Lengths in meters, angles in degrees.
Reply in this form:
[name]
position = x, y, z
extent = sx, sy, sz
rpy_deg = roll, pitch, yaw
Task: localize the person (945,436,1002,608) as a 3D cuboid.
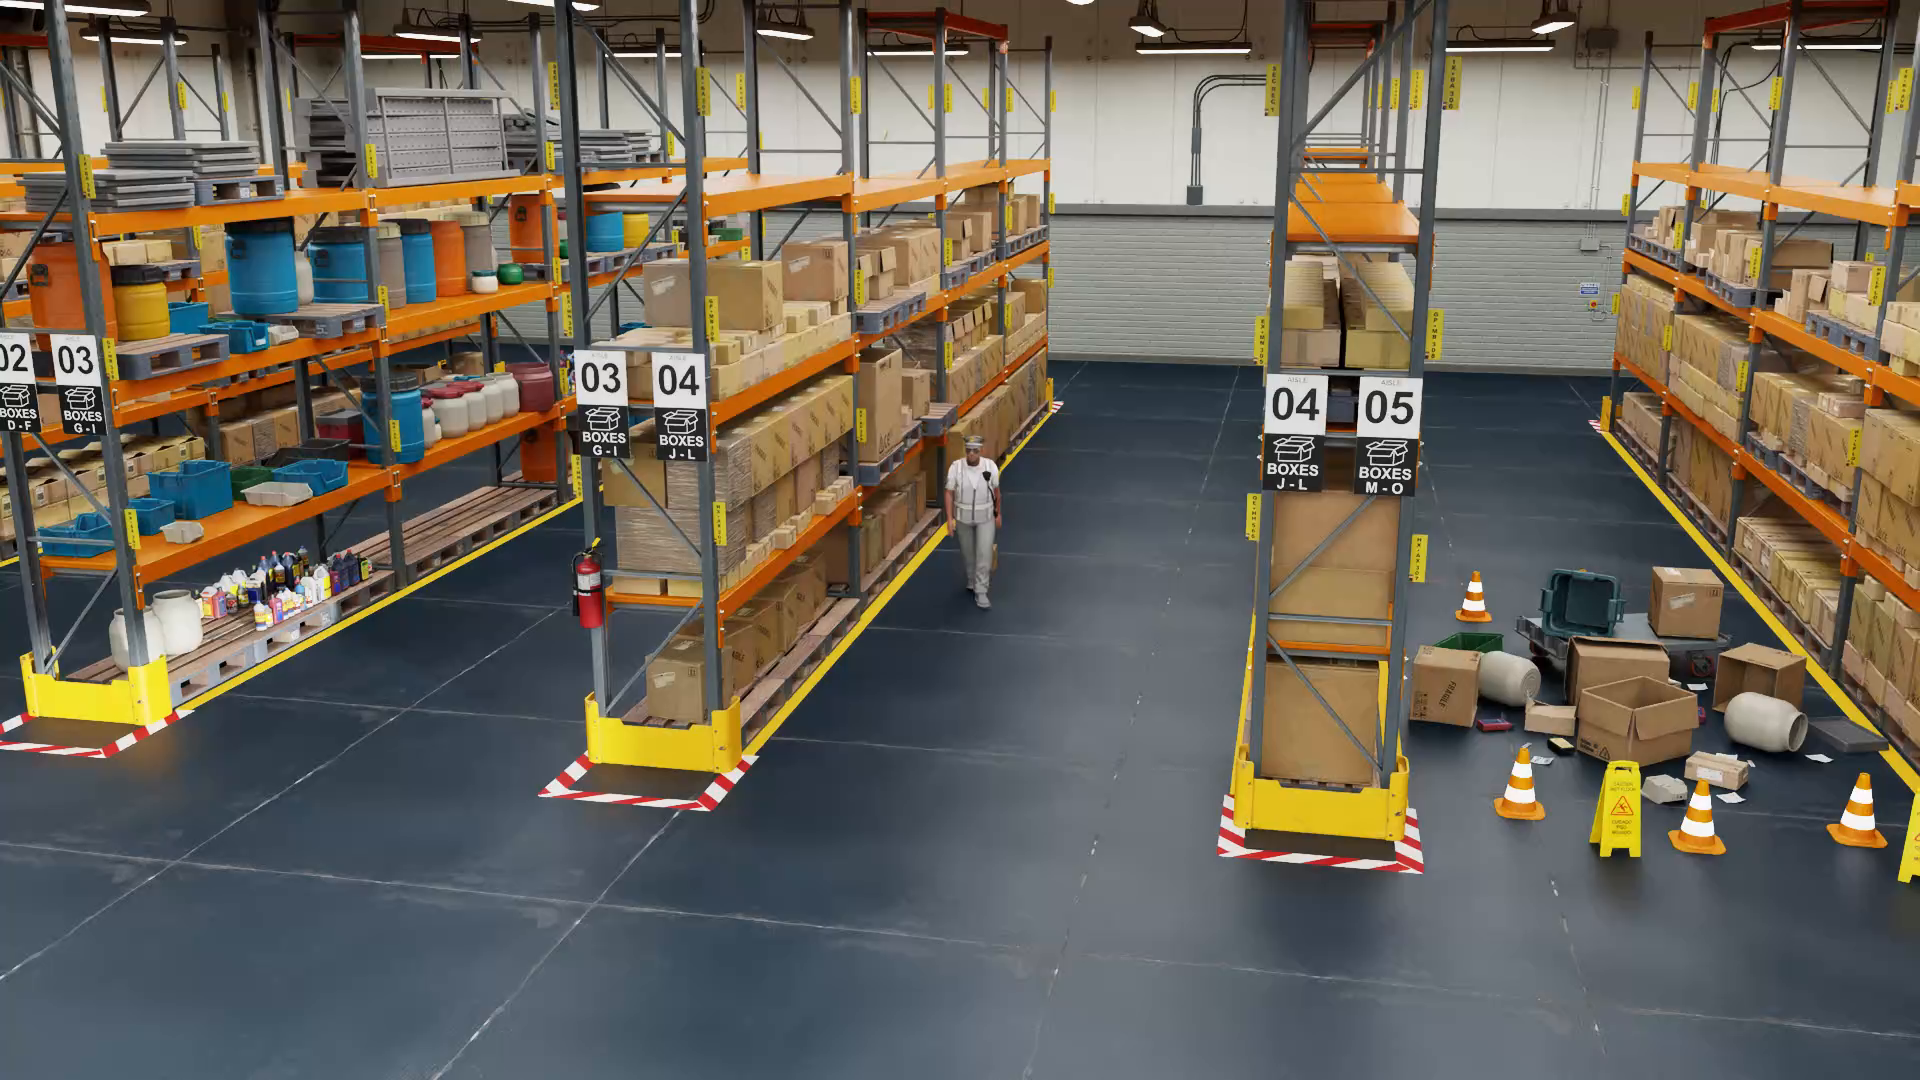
[person]
position = 0.130, -0.245, 16.894
extent = 0.570, 1.698, 1.025
rpy_deg = 1, 15, 5
